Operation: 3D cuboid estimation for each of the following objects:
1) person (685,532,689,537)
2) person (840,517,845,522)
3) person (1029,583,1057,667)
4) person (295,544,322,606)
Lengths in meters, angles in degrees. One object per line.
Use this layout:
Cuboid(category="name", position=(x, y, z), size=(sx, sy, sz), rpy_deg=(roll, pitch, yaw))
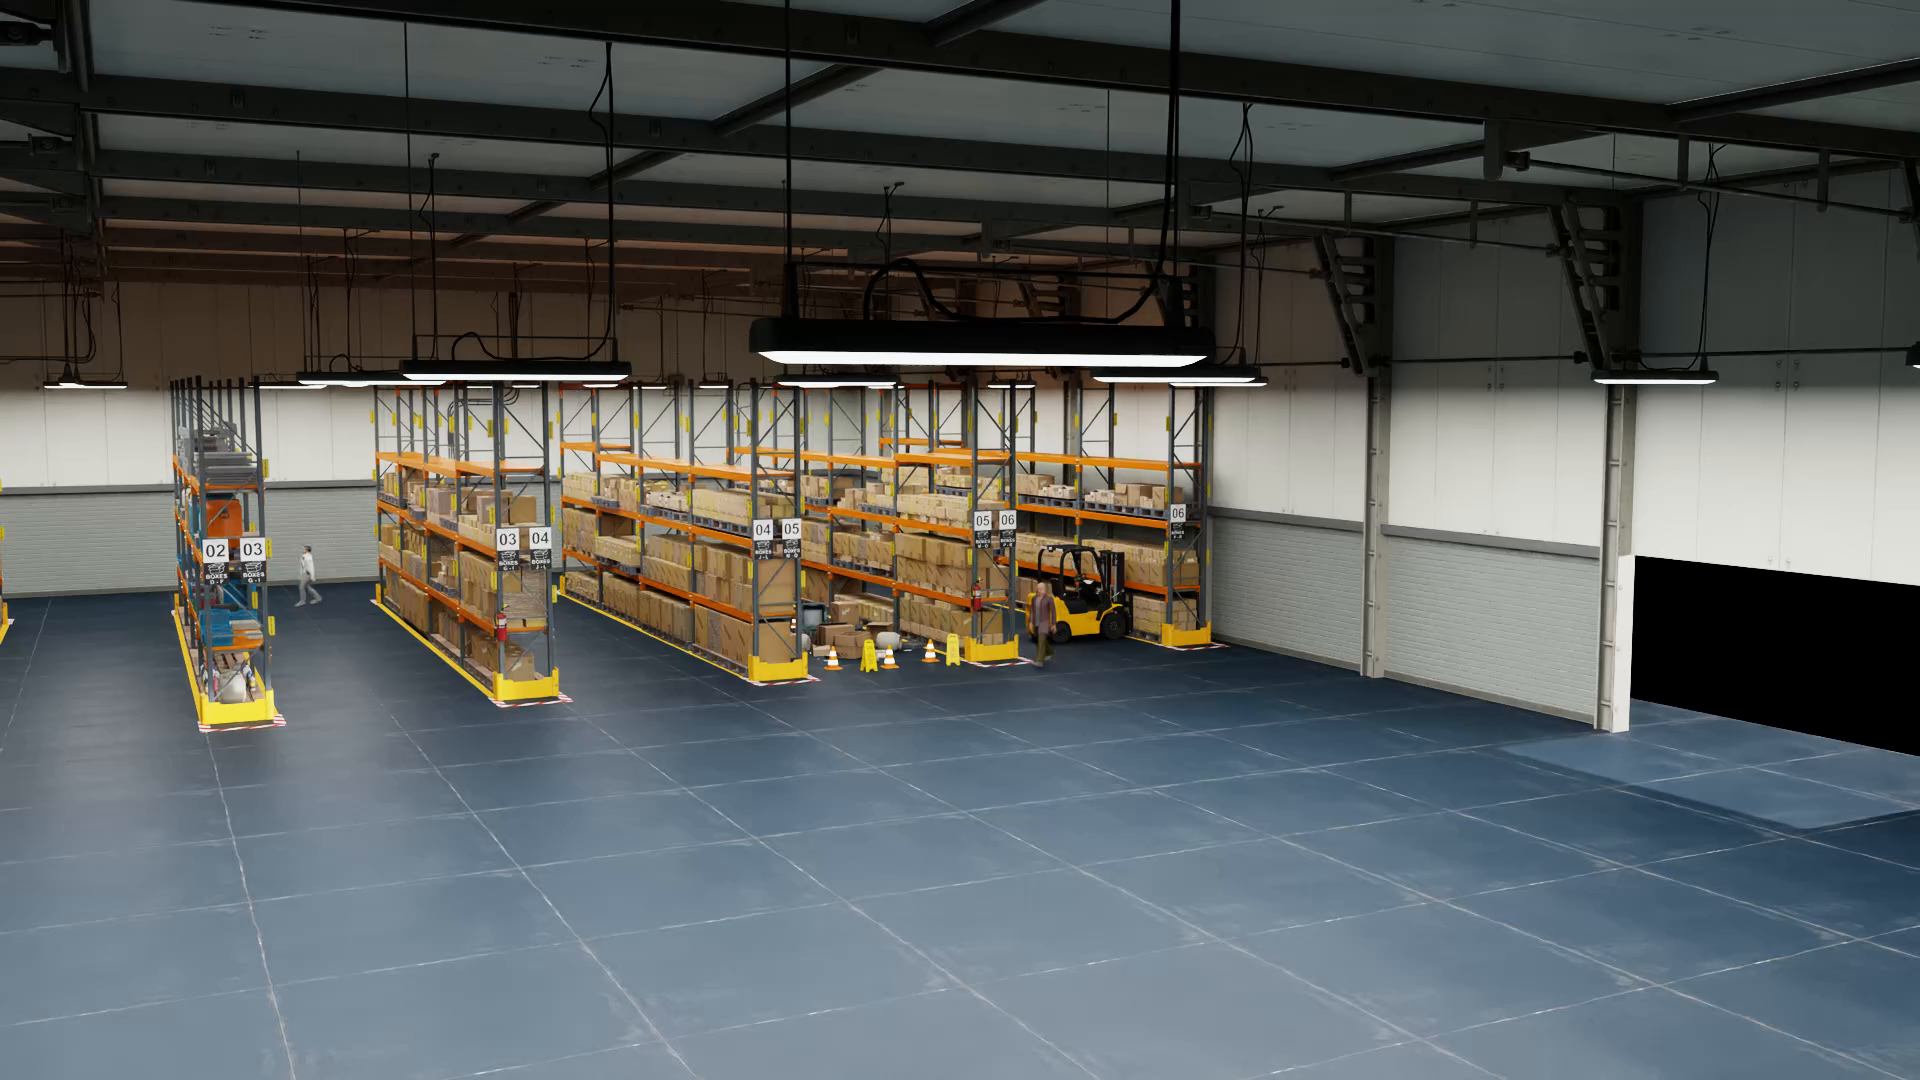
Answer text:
Cuboid(category="person", position=(-7.889, 0.611, 48.440), size=(0.698, 1.678, 0.368), rpy_deg=(-2, 5, -17))
Cuboid(category="person", position=(-3.862, 0.081, 54.328), size=(0.454, 1.606, 1.023), rpy_deg=(-1, 5, -7))
Cuboid(category="person", position=(1.725, 1.758, 34.890), size=(1.112, 1.725, 0.613), rpy_deg=(-5, 7, -43))
Cuboid(category="person", position=(-17.548, 0.938, 44.721), size=(0.713, 1.670, 0.553), rpy_deg=(-4, 6, -35))
